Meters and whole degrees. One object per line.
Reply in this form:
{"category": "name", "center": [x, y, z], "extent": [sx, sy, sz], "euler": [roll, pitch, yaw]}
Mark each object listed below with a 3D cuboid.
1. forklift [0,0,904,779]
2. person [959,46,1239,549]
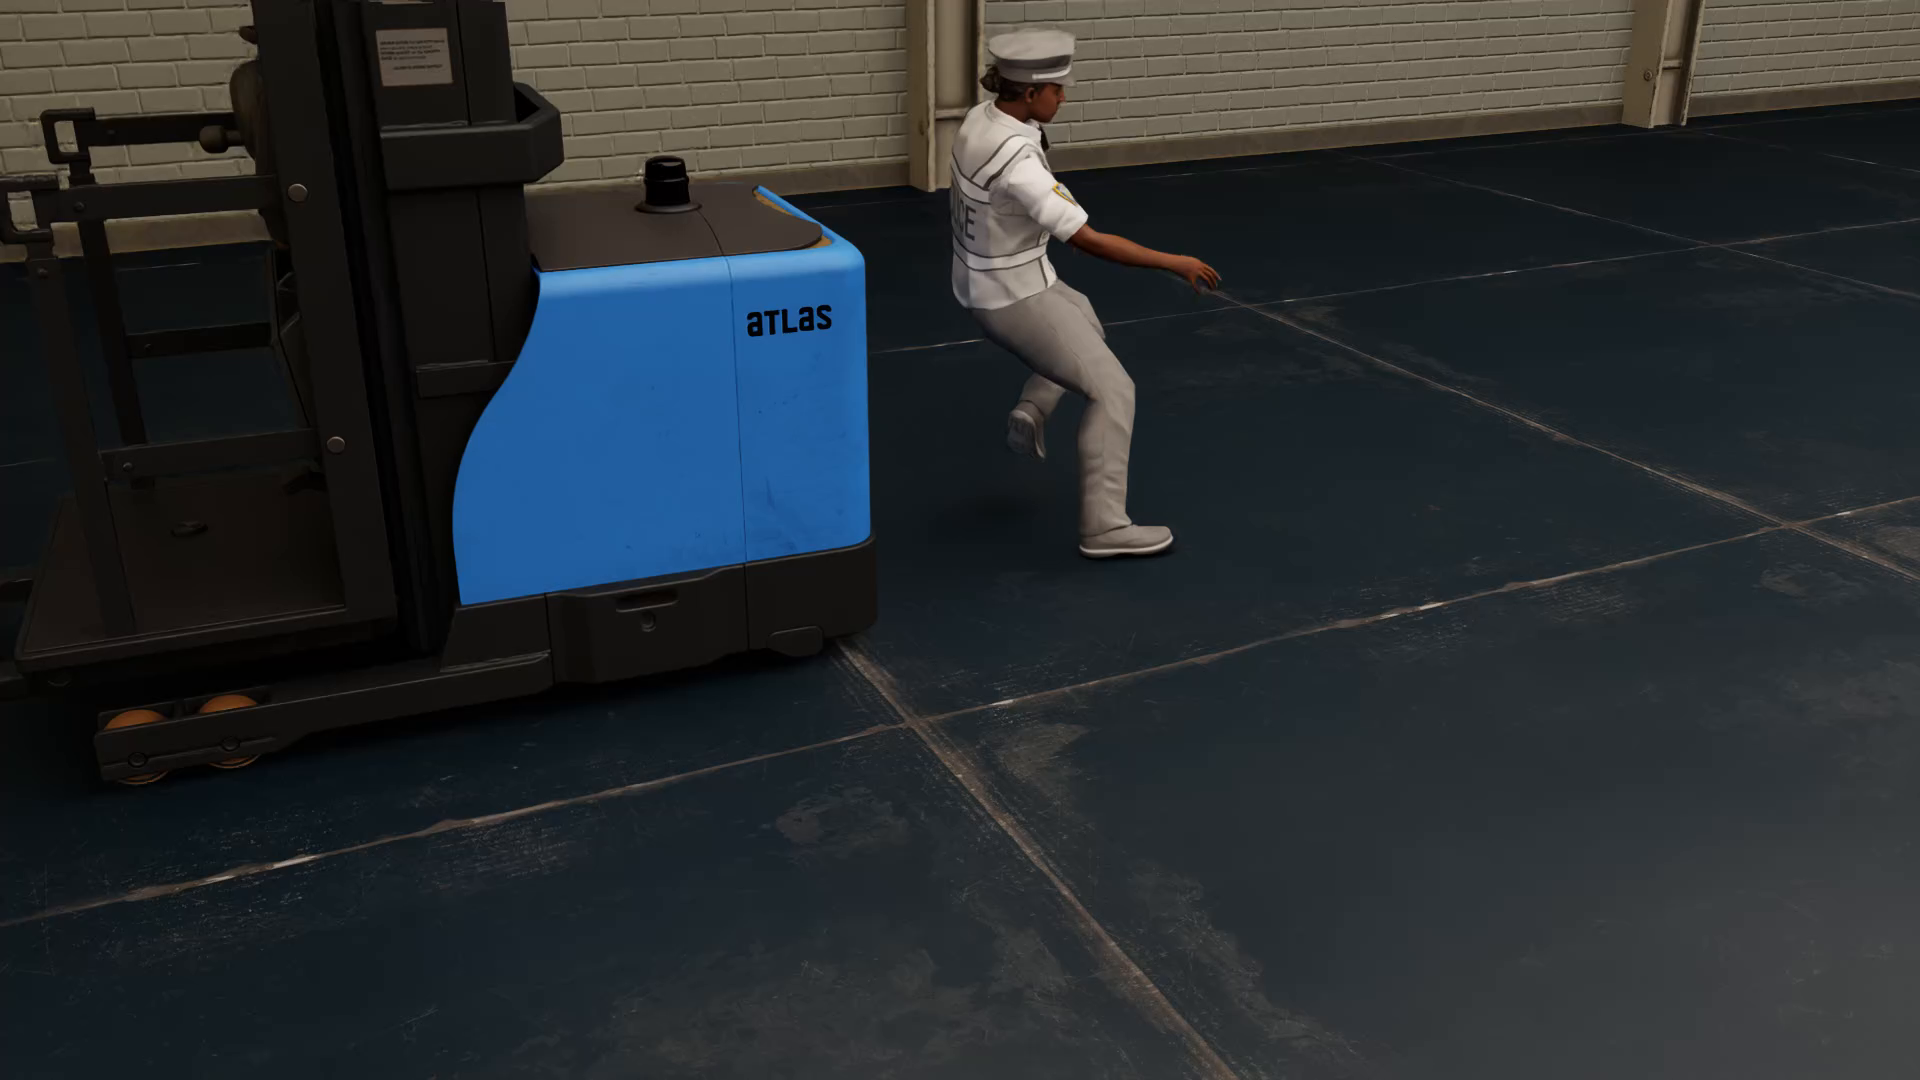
{"category": "forklift", "center": [-1.718, -1.038, 3.786], "extent": [3.031, 2.935, 1.130], "euler": [-9, 24, -20]}
{"category": "person", "center": [0.408, -0.784, 5.116], "extent": [0.778, 1.432, 0.835], "euler": [-5, 23, -12]}
